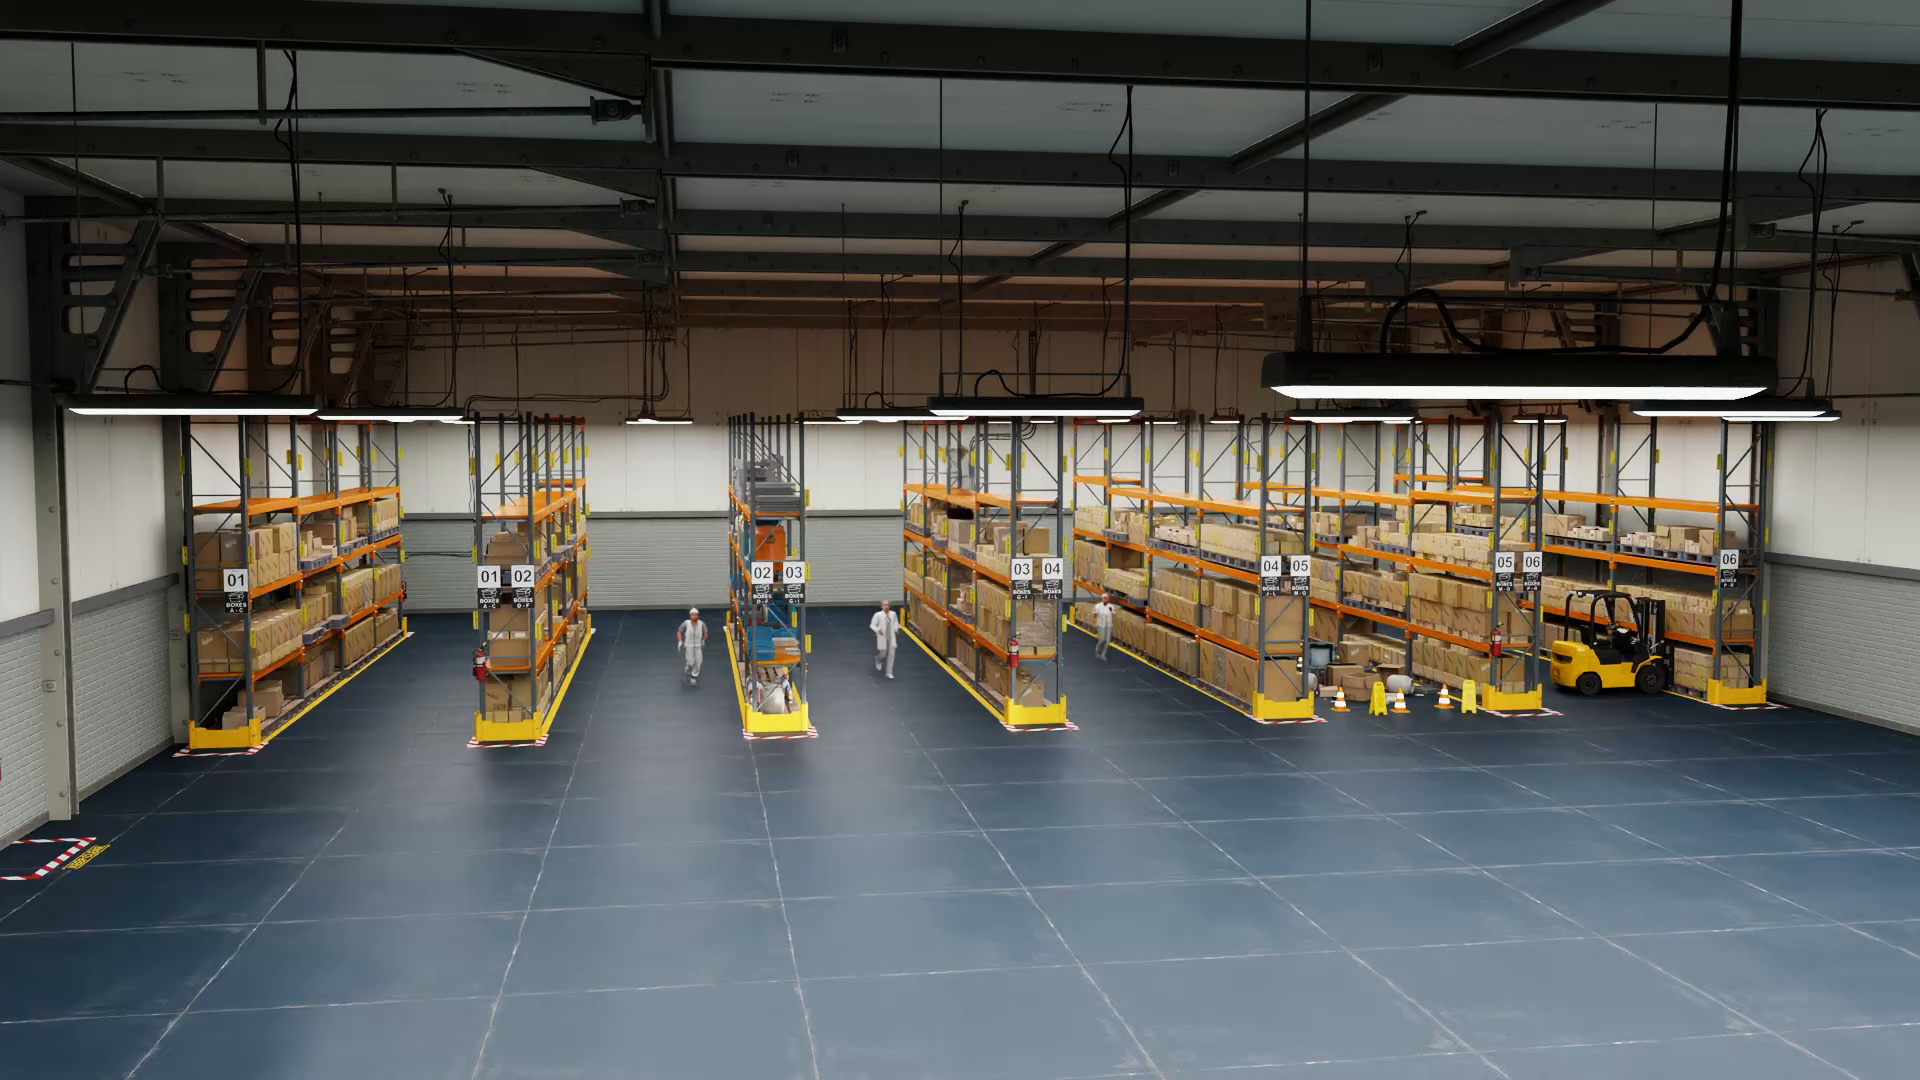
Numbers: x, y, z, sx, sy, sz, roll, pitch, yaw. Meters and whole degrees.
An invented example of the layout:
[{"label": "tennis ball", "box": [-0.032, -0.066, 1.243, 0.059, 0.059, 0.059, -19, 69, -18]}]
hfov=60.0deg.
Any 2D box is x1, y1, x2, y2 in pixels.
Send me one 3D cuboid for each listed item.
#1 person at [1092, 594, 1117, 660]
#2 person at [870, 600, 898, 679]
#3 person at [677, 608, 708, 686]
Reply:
[{"label": "person", "box": [3.570, 2.132, 40.766, 0.586, 1.634, 0.583, -1, 4, -10]}, {"label": "person", "box": [-1.701, 2.262, 38.090, 0.712, 1.764, 0.918, -2, 4, -21]}, {"label": "person", "box": [-5.865, 2.366, 36.583, 0.670, 1.732, 0.633, -1, 4, -20]}]
